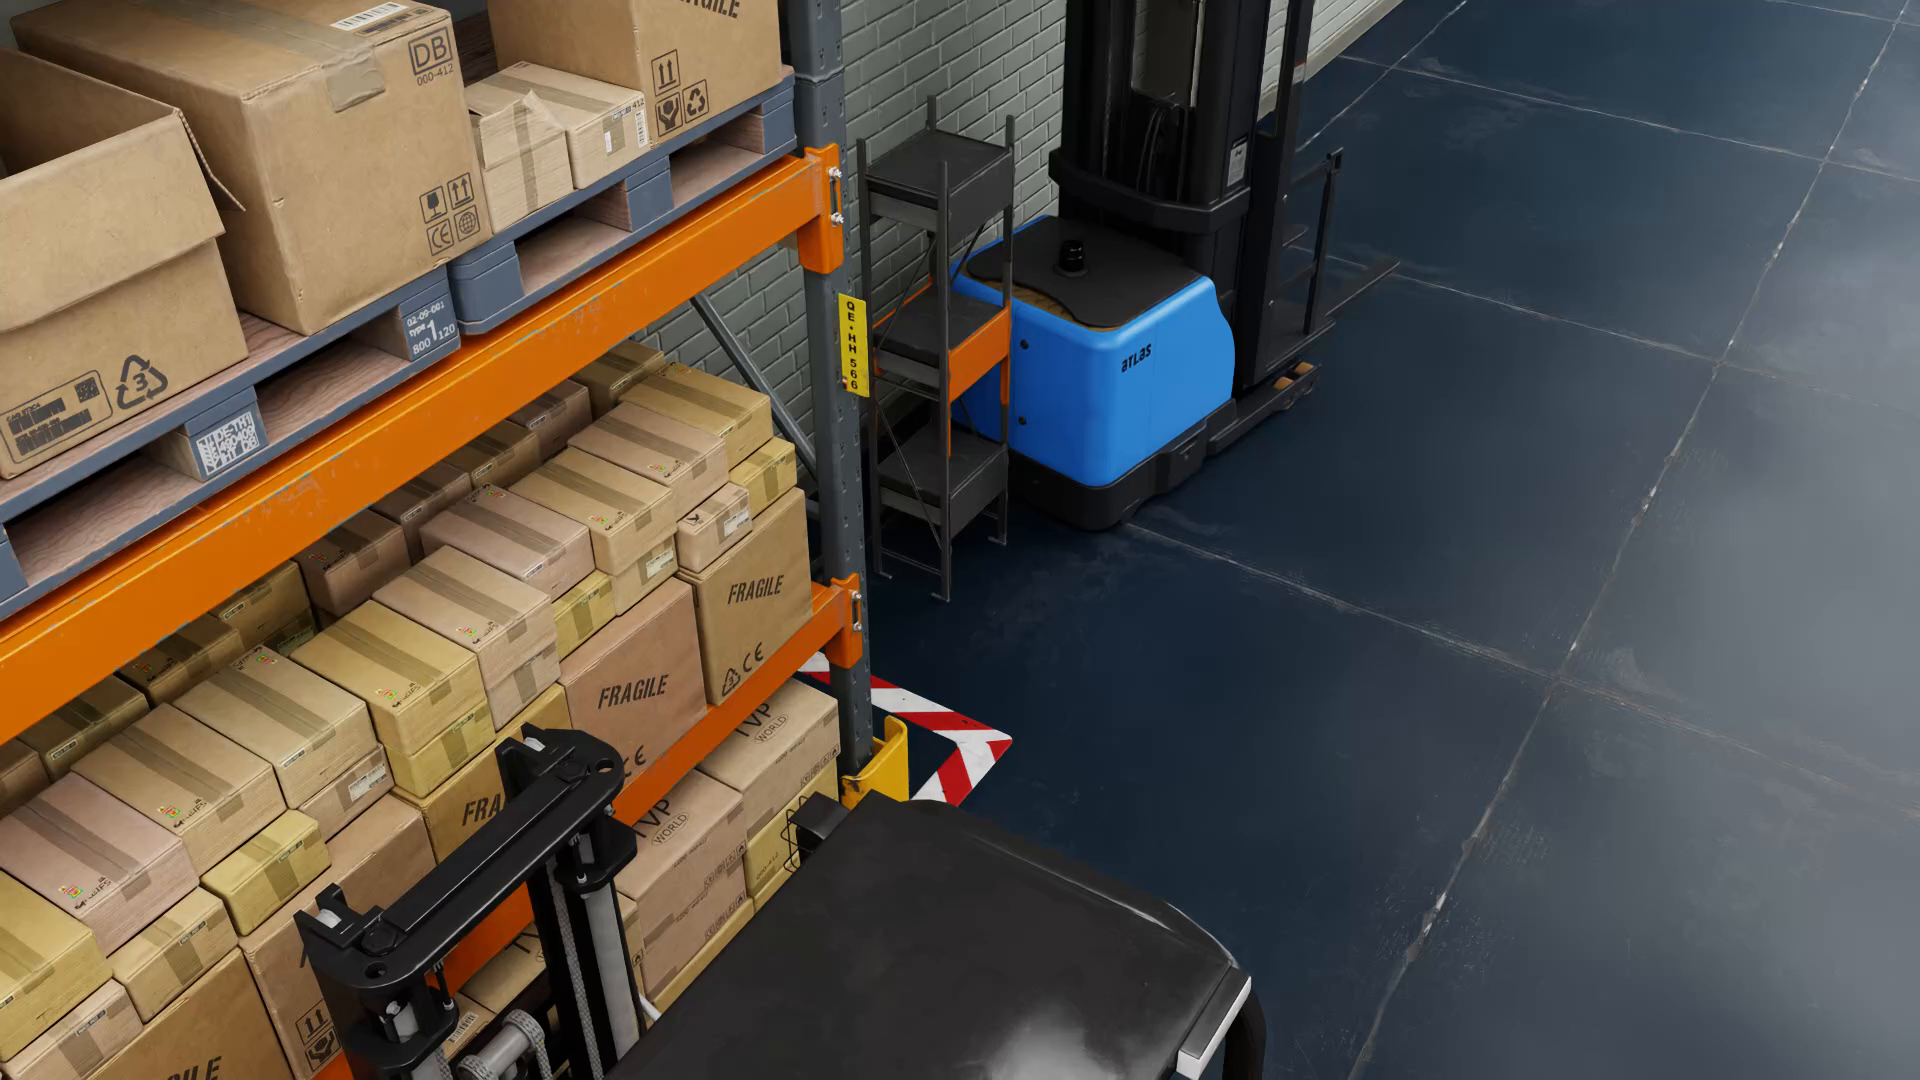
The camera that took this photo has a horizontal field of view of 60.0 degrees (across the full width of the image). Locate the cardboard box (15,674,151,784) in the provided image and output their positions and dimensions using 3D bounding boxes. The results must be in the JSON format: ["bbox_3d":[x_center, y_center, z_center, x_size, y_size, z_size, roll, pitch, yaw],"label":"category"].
[{"bbox_3d":[-2.117,0.412,3.902,0.380,0.149,0.250,22,43,26],"label":"cardboard box"}]

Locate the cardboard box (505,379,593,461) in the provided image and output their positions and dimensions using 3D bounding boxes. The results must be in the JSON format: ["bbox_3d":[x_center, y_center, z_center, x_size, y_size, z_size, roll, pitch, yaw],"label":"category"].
[{"bbox_3d":[-1.321,-0.397,4.951,0.380,0.149,0.250,23,43,27],"label":"cardboard box"}]

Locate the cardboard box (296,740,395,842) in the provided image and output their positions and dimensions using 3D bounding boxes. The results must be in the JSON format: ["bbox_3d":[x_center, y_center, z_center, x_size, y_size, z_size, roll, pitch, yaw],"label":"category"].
[{"bbox_3d":[-1.591,0.540,3.979,0.380,0.149,0.250,21,42,25],"label":"cardboard box"}]

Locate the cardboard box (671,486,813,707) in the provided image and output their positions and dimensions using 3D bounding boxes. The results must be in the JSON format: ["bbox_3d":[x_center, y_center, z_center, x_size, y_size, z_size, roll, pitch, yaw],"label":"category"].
[{"bbox_3d":[-0.807,0.098,5.085,0.500,0.500,0.500,20,42,24],"label":"cardboard box"}]

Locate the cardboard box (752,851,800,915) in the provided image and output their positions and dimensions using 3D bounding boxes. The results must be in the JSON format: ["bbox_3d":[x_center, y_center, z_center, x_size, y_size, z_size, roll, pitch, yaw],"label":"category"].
[{"bbox_3d":[-0.750,1.066,5.819,0.500,0.250,0.500,21,43,25],"label":"cardboard box"}]

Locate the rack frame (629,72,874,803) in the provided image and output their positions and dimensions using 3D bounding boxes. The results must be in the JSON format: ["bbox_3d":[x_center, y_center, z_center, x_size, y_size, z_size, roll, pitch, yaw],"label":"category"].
[{"bbox_3d":[-0.765,-0.202,5.556,1.000,3.000,0.127,21,42,25],"label":"rack frame"}]

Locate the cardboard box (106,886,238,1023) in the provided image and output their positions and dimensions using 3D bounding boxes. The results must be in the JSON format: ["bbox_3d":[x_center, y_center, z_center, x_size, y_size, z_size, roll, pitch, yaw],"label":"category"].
[{"bbox_3d":[-1.805,0.834,3.598,0.380,0.149,0.250,20,42,24],"label":"cardboard box"}]

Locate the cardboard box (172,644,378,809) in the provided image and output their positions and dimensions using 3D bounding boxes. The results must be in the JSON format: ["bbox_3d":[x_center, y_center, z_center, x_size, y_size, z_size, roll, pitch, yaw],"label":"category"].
[{"bbox_3d":[-1.596,0.430,3.879,0.380,0.149,0.250,22,43,26],"label":"cardboard box"}]

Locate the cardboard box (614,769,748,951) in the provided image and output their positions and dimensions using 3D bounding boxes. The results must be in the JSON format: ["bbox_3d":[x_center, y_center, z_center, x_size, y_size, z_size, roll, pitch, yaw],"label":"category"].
[{"bbox_3d":[-1.017,0.929,5.177,0.500,0.250,0.500,22,43,26],"label":"cardboard box"}]

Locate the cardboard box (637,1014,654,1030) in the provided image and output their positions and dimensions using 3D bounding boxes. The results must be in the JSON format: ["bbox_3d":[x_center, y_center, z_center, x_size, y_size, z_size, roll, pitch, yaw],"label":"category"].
[{"bbox_3d":[-1.300,1.574,5.159,0.500,0.250,0.500,22,43,26],"label":"cardboard box"}]

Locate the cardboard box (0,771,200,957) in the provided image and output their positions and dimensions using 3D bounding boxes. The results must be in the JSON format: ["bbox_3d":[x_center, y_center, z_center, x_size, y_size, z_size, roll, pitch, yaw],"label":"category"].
[{"bbox_3d":[-1.864,0.688,3.544,0.380,0.149,0.250,21,42,25],"label":"cardboard box"}]

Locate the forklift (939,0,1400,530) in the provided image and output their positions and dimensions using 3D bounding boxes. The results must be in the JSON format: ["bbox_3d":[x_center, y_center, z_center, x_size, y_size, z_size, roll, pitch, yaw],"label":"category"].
[{"bbox_3d":[1.247,-2.023,7.973,1.130,2.935,3.031,29,46,32],"label":"forklift"}]

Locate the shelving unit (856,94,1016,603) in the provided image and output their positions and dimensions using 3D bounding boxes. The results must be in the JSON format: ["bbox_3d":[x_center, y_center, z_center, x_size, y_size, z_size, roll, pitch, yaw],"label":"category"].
[{"bbox_3d":[-0.089,-0.746,6.998,0.431,2.100,0.503,21,42,25],"label":"shelving unit"}]

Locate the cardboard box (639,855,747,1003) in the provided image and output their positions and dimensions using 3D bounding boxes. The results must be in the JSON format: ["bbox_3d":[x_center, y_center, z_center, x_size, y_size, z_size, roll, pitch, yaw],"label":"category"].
[{"bbox_3d":[-1.040,1.130,5.325,0.500,0.250,0.500,21,42,25],"label":"cardboard box"}]

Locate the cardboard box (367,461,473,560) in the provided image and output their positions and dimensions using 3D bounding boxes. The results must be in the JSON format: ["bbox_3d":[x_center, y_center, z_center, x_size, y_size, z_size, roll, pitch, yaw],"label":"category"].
[{"bbox_3d":[-1.569,-0.126,4.600,0.380,0.149,0.250,21,43,25],"label":"cardboard box"}]

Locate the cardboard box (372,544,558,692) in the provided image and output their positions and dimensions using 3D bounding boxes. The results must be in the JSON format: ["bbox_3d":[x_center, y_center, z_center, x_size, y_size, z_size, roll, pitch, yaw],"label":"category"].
[{"bbox_3d":[-1.244,0.193,4.187,0.380,0.149,0.250,22,43,26],"label":"cardboard box"}]

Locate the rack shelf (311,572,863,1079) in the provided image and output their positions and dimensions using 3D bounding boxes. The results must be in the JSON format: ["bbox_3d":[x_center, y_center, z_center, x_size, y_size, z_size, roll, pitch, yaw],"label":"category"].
[{"bbox_3d":[-1.837,1.114,4.438,1.077,0.370,4.000,21,42,25],"label":"rack shelf"}]

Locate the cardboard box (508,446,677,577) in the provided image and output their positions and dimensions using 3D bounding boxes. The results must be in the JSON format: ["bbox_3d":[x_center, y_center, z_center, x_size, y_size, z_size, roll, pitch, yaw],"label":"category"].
[{"bbox_3d":[-1.002,-0.082,4.543,0.380,0.149,0.250,22,43,26],"label":"cardboard box"}]

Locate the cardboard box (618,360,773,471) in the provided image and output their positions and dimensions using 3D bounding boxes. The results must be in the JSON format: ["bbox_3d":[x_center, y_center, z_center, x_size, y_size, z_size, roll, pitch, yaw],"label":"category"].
[{"bbox_3d":[-0.779,-0.363,4.907,0.380,0.149,0.250,21,42,25],"label":"cardboard box"}]

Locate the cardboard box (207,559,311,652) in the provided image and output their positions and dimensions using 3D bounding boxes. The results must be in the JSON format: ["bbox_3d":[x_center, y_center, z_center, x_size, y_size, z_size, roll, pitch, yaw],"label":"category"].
[{"bbox_3d":[-1.913,0.121,4.279,0.380,0.149,0.250,20,42,24],"label":"cardboard box"}]

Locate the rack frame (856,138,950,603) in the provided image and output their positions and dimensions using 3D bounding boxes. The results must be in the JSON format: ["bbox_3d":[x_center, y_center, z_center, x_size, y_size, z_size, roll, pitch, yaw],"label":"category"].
[{"bbox_3d":[-0.219,-0.620,6.835,0.400,2.100,0.015,21,42,25],"label":"rack frame"}]

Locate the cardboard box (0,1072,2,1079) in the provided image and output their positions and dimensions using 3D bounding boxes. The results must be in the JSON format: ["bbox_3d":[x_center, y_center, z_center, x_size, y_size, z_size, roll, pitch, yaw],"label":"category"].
[{"bbox_3d":[-2.069,0.980,3.165,0.380,0.149,0.250,22,43,26],"label":"cardboard box"}]

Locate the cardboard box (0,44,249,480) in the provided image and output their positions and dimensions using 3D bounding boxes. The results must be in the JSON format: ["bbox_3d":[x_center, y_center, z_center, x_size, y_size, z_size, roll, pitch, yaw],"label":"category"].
[{"bbox_3d":[-1.775,-0.545,3.033,0.797,0.503,0.637,23,43,26],"label":"cardboard box"}]

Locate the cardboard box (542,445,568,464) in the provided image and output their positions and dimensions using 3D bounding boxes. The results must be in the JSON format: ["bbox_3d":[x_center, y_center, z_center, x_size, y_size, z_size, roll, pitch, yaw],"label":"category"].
[{"bbox_3d":[-1.244,-0.261,5.018,0.380,0.149,0.250,21,42,25],"label":"cardboard box"}]

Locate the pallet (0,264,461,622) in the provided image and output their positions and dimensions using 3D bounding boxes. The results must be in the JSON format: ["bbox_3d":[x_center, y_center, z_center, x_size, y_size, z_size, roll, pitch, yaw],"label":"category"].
[{"bbox_3d":[-1.819,-0.368,3.386,1.003,0.211,1.213,21,42,25],"label":"pallet"}]

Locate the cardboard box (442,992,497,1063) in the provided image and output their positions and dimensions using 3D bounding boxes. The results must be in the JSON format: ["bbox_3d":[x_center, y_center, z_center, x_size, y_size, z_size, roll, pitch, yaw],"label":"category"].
[{"bbox_3d":[-1.557,1.451,4.500,0.500,0.250,0.500,20,42,24],"label":"cardboard box"}]

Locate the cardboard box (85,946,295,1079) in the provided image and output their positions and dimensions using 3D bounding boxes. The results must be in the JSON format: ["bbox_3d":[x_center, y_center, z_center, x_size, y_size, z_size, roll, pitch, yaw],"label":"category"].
[{"bbox_3d":[-1.914,1.141,3.731,0.500,0.500,0.500,21,42,25],"label":"cardboard box"}]

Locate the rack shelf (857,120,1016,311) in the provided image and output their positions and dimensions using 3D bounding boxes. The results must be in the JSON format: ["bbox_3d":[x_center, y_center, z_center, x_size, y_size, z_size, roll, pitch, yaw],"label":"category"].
[{"bbox_3d":[-0.089,-1.290,6.579,0.431,0.518,0.480,21,42,25],"label":"rack shelf"}]

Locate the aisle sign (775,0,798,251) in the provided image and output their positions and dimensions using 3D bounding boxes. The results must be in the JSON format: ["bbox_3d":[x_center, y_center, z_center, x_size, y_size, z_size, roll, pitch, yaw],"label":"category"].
[{"bbox_3d":[-0.482,-1.170,4.681,0.394,0.787,0.004,21,42,25],"label":"aisle sign"}]

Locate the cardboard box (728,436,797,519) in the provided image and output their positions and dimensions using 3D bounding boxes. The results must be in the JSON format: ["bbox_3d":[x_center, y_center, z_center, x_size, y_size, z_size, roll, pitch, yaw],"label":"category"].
[{"bbox_3d":[-0.714,-0.229,4.976,0.380,0.149,0.250,22,43,26],"label":"cardboard box"}]

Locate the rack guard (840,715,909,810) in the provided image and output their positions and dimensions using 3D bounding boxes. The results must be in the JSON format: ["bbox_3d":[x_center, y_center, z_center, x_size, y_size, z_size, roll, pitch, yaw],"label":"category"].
[{"bbox_3d":[-0.752,0.775,6.335,1.175,0.500,0.348,21,42,25],"label":"rack guard"}]

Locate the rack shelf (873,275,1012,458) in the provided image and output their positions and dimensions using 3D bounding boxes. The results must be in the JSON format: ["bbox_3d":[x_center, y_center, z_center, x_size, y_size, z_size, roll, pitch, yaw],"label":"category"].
[{"bbox_3d":[-0.089,-0.735,7.007,0.431,0.518,0.480,21,42,25],"label":"rack shelf"}]

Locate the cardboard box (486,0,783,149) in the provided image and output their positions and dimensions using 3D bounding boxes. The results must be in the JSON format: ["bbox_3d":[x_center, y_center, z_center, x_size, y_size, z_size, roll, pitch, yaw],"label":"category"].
[{"bbox_3d":[-0.796,-1.328,4.051,0.500,0.500,0.500,23,43,27],"label":"cardboard box"}]

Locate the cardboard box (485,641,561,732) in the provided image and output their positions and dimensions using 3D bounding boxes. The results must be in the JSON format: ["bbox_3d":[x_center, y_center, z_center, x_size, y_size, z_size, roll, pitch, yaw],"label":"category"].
[{"bbox_3d":[-1.262,0.304,4.286,0.380,0.149,0.250,20,42,24],"label":"cardboard box"}]

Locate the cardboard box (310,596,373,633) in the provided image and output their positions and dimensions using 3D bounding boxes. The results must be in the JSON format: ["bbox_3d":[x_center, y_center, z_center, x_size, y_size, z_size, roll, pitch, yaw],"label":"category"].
[{"bbox_3d":[-1.774,0.091,4.562,0.380,0.149,0.250,22,43,26],"label":"cardboard box"}]

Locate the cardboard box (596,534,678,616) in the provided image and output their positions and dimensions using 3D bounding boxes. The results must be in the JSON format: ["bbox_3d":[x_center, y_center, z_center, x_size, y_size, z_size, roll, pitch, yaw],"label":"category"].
[{"bbox_3d":[-1.017,0.027,4.645,0.380,0.149,0.250,22,43,26],"label":"cardboard box"}]

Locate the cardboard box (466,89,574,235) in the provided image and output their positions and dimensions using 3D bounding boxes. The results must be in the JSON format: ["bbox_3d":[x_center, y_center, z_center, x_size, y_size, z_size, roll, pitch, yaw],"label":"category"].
[{"bbox_3d":[-1.088,-0.886,3.670,0.396,0.266,0.258,21,42,25],"label":"cardboard box"}]

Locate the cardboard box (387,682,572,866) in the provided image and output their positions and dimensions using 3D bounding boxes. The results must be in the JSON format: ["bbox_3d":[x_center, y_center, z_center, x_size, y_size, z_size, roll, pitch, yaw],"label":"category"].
[{"bbox_3d":[-1.367,0.626,4.399,0.500,0.500,0.500,20,42,24],"label":"cardboard box"}]
